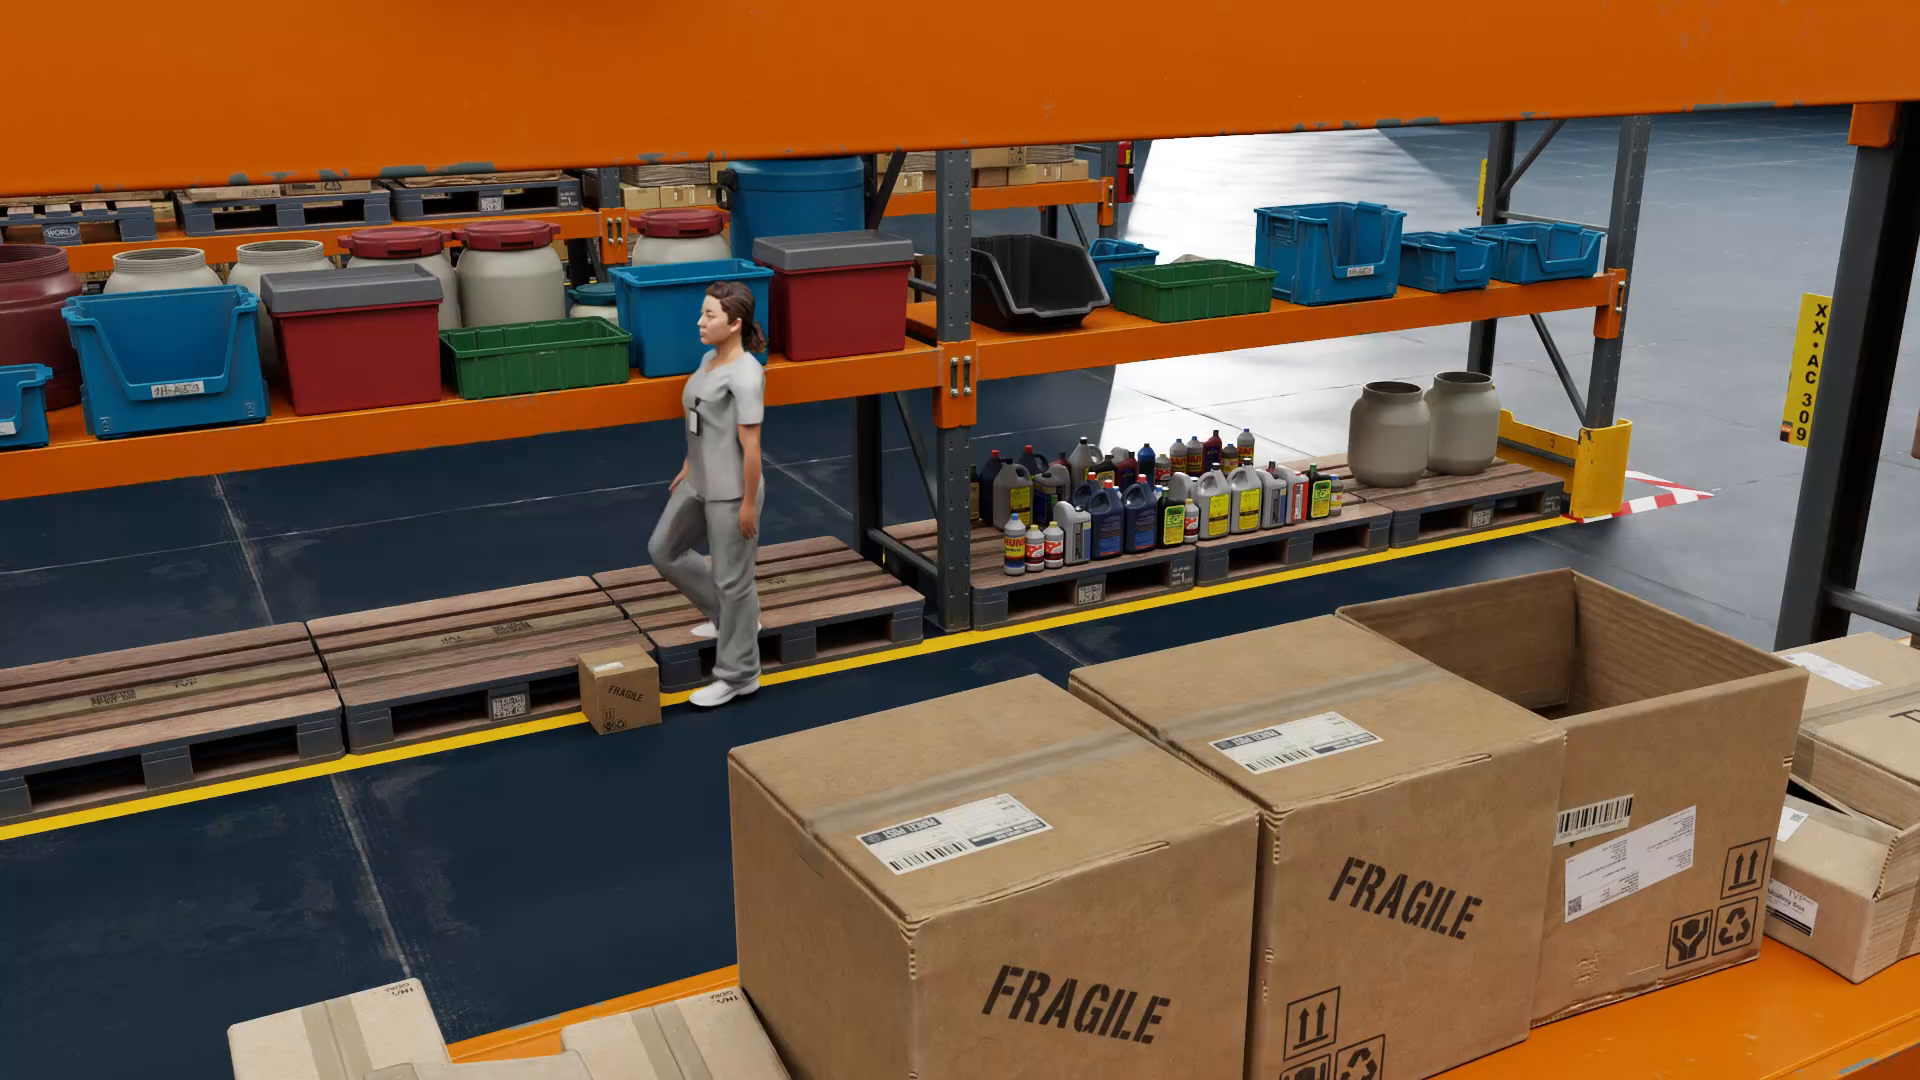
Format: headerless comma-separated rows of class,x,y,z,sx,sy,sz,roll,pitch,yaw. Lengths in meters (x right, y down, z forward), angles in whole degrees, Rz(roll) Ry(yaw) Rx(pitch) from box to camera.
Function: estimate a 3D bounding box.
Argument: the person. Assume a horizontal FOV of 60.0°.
person,-0.963,-0.177,6.531,0.460,1.685,0.512,-10,21,-27
